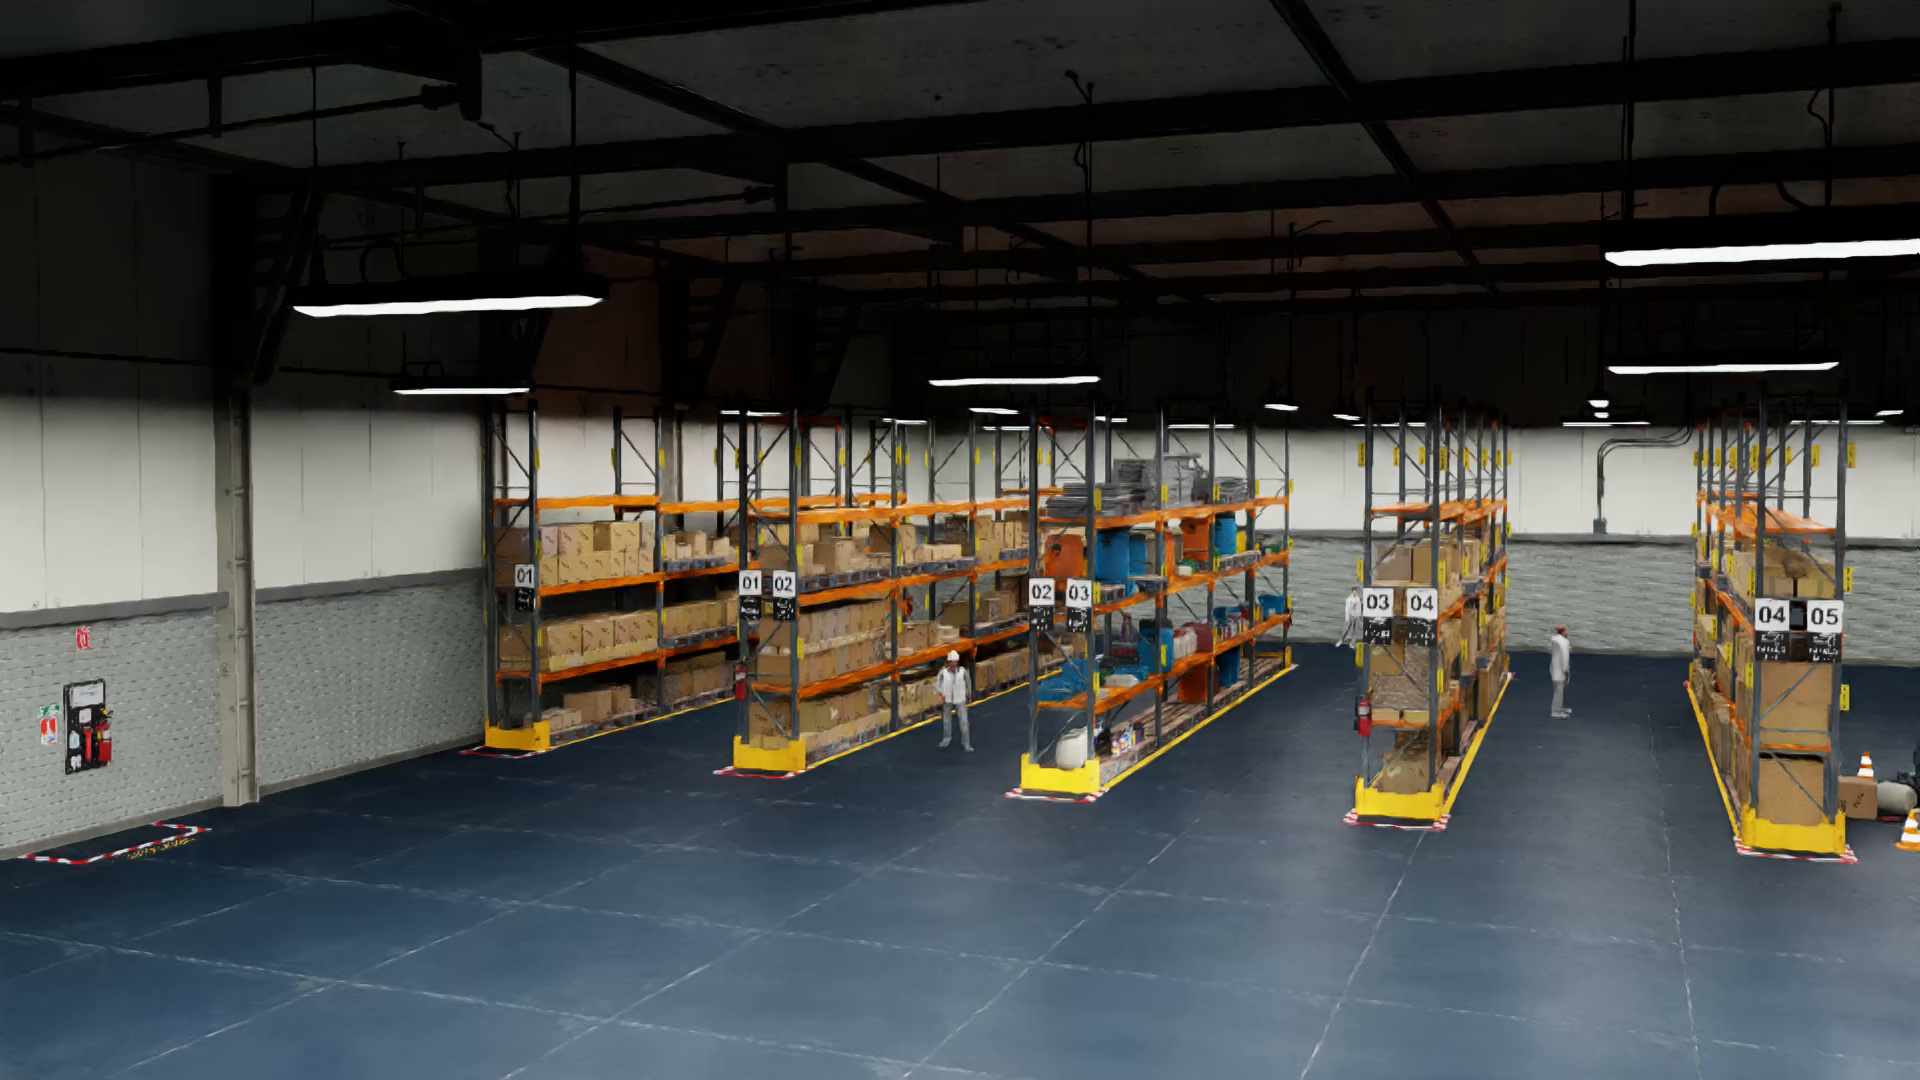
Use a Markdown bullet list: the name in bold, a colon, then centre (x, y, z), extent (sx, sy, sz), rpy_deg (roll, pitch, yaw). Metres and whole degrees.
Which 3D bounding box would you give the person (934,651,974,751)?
- **person**: centre (-0.094, 2.732, 28.504), extent (0.687, 1.710, 0.832), rpy_deg (0, 3, 3)

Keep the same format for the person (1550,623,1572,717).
- **person**: centre (11.669, 2.506, 32.176), extent (0.522, 1.787, 0.641), rpy_deg (0, 3, 0)

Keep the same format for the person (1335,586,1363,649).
- **person**: centre (10.232, 2.021, 43.708), extent (0.663, 1.663, 0.501), rpy_deg (-1, 3, -21)

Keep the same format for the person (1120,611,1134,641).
- **person**: centre (3.722, 2.368, 36.895), extent (0.423, 1.599, 0.499), rpy_deg (0, 3, -4)
